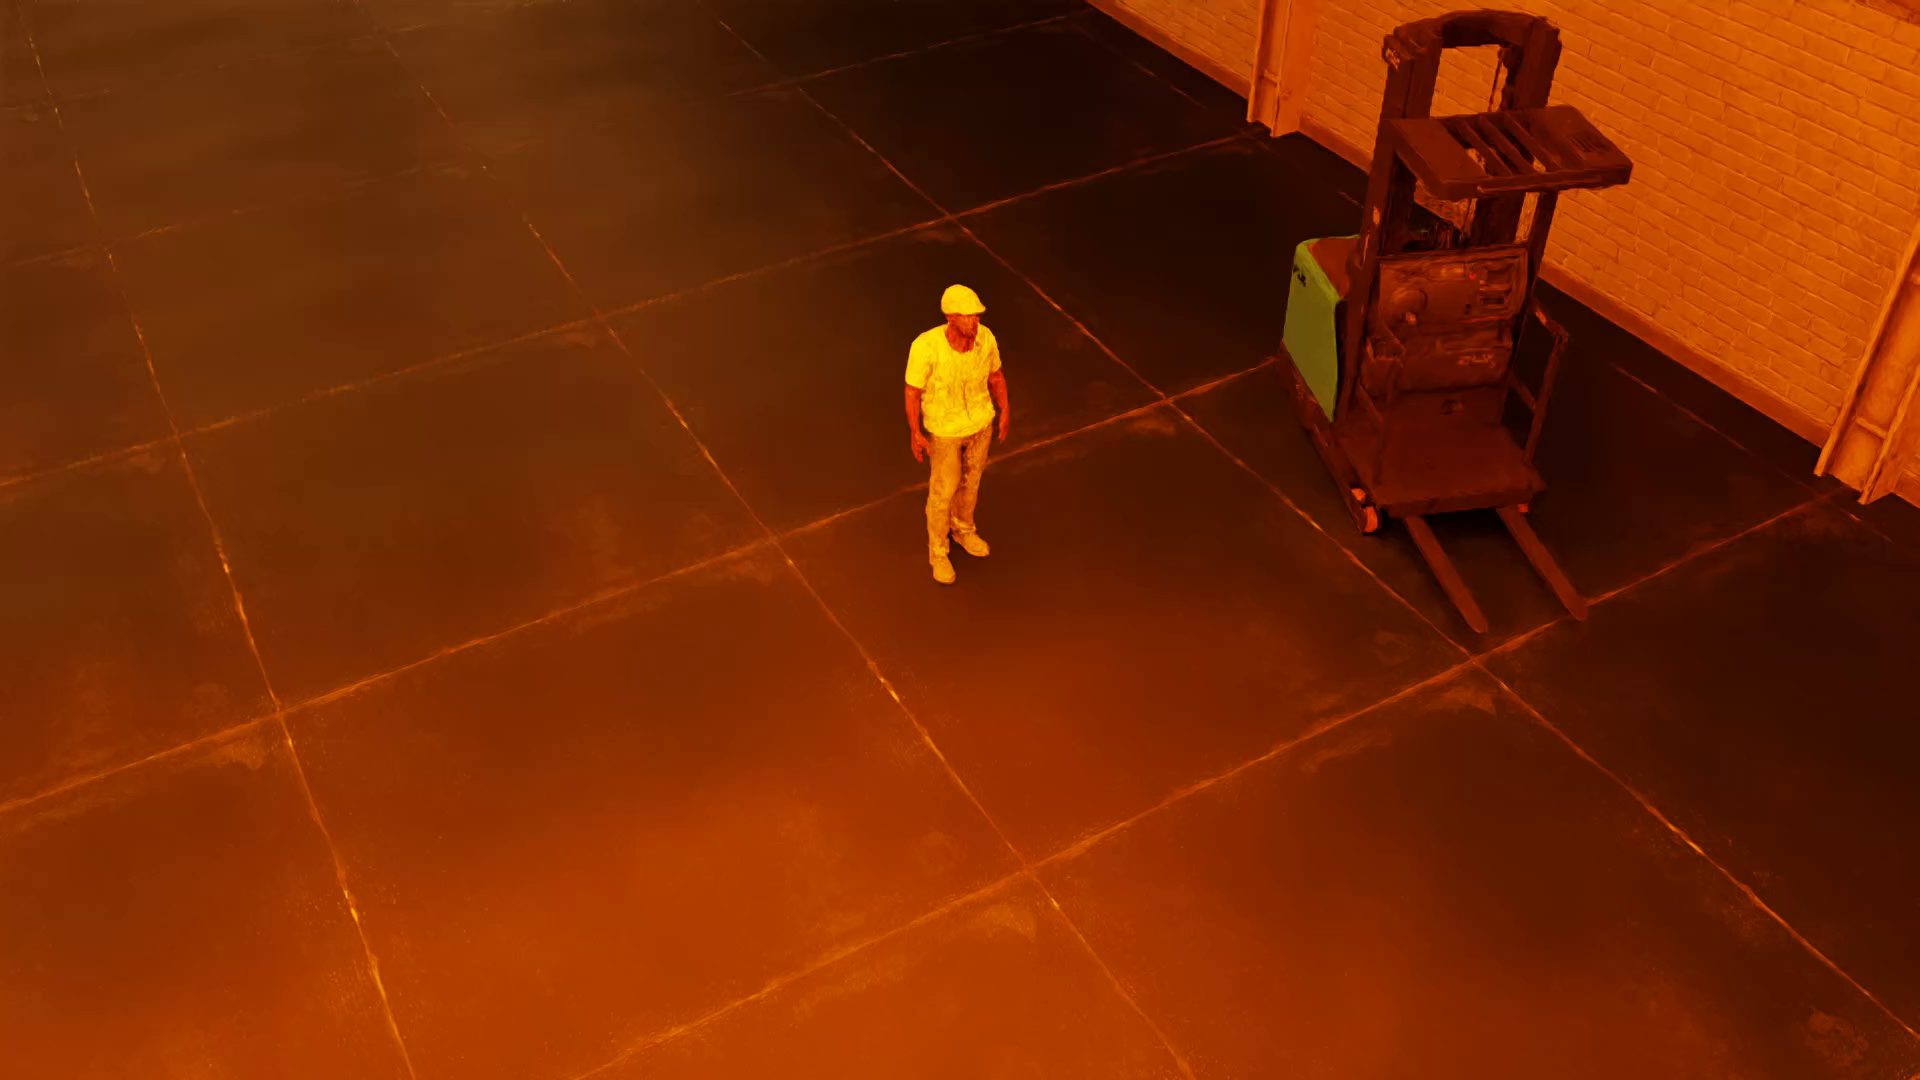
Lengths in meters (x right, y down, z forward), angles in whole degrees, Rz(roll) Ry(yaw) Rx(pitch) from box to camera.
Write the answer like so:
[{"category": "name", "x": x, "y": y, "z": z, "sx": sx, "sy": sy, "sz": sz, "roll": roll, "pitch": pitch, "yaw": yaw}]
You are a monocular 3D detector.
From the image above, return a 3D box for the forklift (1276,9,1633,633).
[{"category": "forklift", "x": 2.979, "y": -1.426, "z": 9.756, "sx": 1.130, "sy": 2.935, "sz": 3.031, "roll": -7, "pitch": 40, "yaw": -8}]

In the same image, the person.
[{"category": "person", "x": 0.030, "y": -0.643, "z": 9.717, "sx": 0.665, "sy": 1.760, "sz": 0.576, "roll": -20, "pitch": 44, "yaw": -23}]
